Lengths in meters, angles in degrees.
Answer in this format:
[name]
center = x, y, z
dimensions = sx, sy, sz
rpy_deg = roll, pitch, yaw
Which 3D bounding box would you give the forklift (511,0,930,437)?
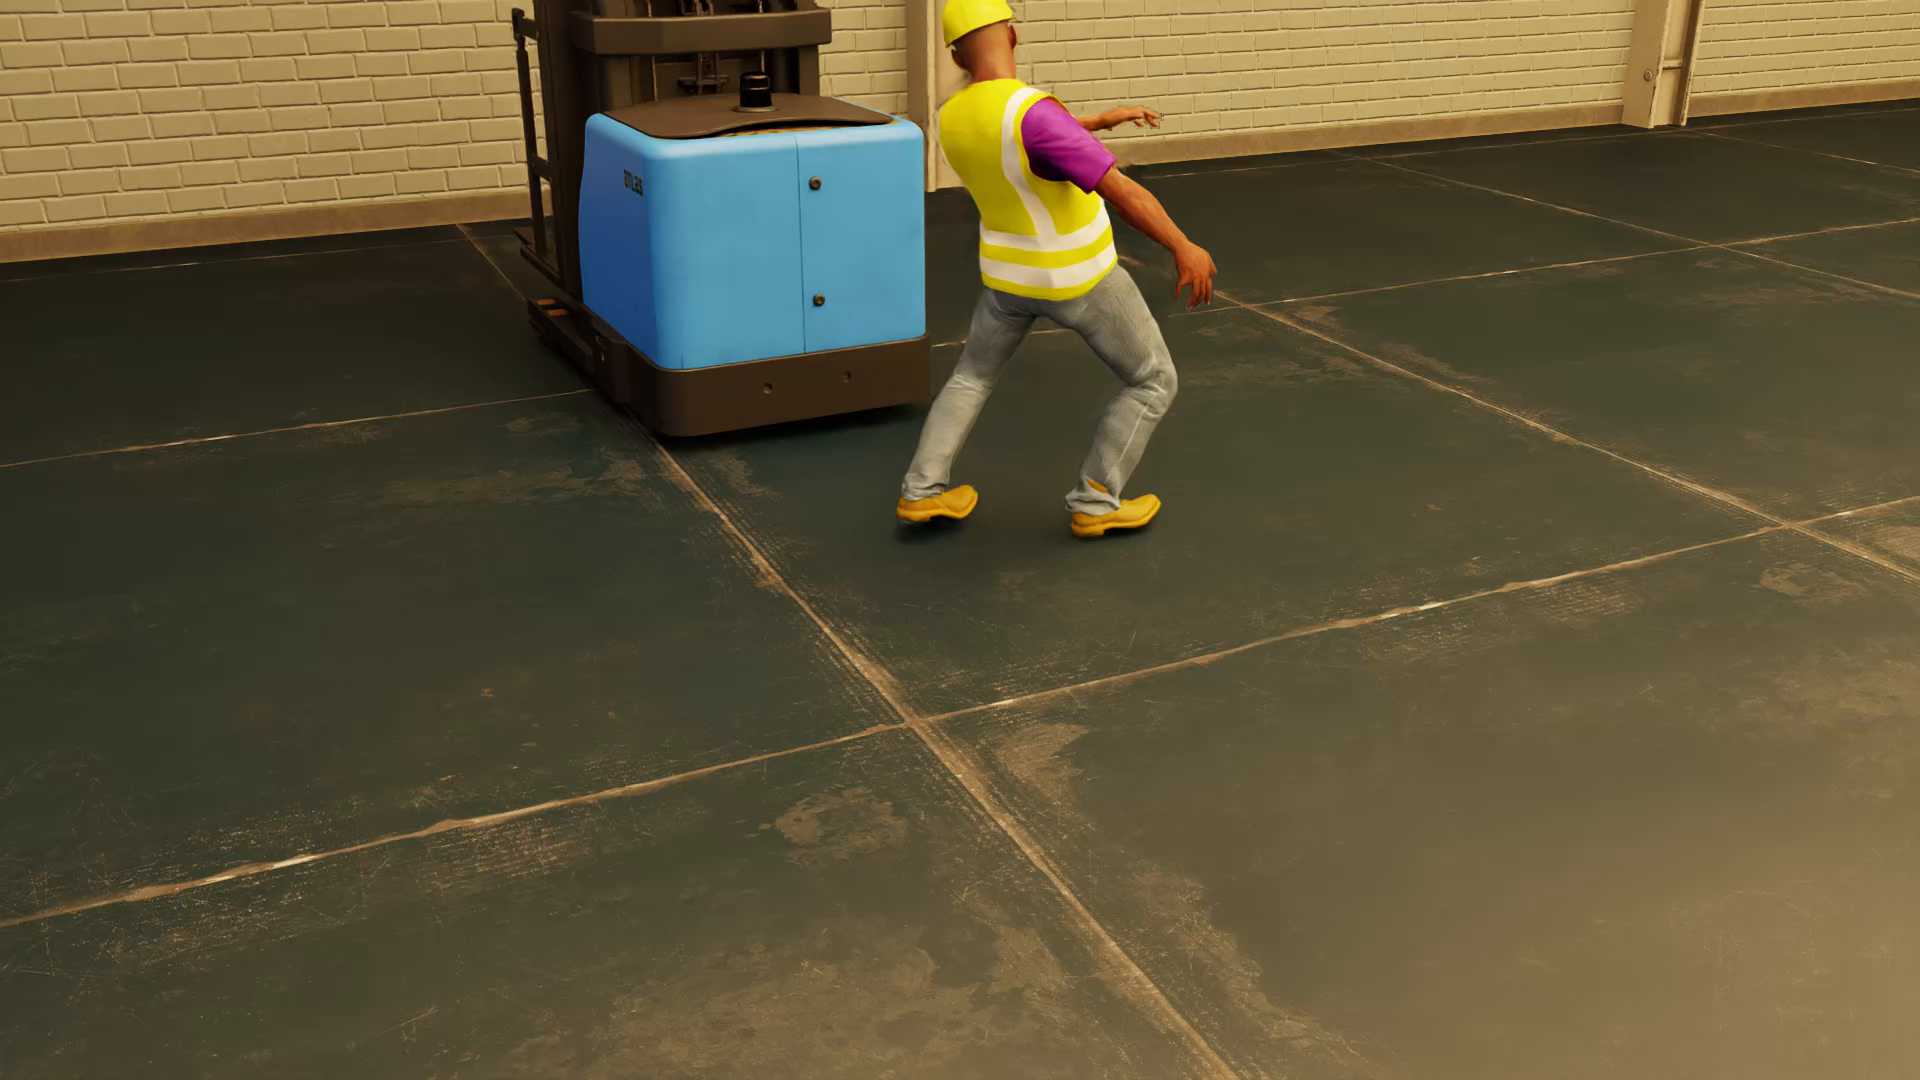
[forklift]
center = -1.228, -2.239, 6.676
dimensions = 1.130, 2.935, 3.031
rpy_deg = -11, 25, -25

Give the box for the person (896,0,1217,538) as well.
[person]
center = 0.369, -0.802, 4.916
dimensions = 0.863, 1.608, 0.871
rpy_deg = 16, 28, 34
